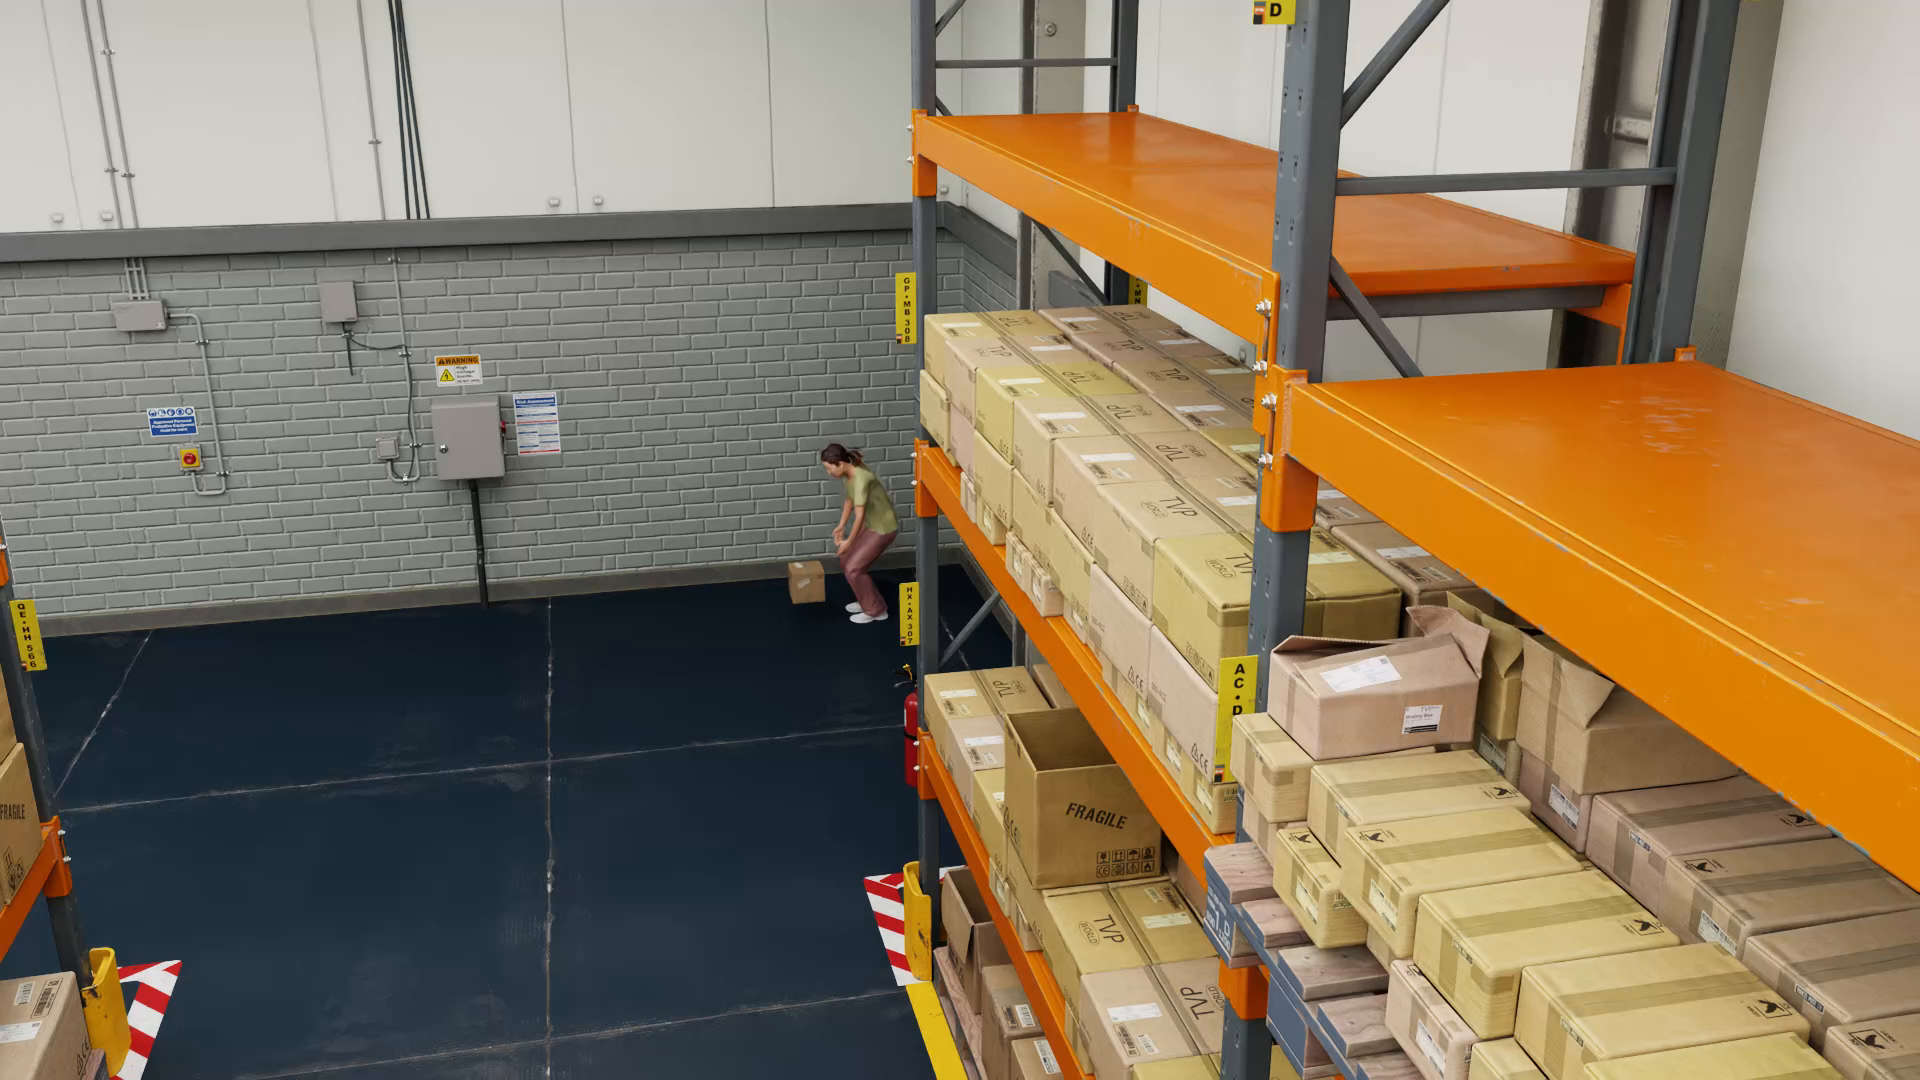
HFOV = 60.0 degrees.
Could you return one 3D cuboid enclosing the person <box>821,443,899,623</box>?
[{"bbox_3d":[-0.768,-0.065,12.890,0.596,1.444,0.507,-4,20,-12],"label":"person"}]
